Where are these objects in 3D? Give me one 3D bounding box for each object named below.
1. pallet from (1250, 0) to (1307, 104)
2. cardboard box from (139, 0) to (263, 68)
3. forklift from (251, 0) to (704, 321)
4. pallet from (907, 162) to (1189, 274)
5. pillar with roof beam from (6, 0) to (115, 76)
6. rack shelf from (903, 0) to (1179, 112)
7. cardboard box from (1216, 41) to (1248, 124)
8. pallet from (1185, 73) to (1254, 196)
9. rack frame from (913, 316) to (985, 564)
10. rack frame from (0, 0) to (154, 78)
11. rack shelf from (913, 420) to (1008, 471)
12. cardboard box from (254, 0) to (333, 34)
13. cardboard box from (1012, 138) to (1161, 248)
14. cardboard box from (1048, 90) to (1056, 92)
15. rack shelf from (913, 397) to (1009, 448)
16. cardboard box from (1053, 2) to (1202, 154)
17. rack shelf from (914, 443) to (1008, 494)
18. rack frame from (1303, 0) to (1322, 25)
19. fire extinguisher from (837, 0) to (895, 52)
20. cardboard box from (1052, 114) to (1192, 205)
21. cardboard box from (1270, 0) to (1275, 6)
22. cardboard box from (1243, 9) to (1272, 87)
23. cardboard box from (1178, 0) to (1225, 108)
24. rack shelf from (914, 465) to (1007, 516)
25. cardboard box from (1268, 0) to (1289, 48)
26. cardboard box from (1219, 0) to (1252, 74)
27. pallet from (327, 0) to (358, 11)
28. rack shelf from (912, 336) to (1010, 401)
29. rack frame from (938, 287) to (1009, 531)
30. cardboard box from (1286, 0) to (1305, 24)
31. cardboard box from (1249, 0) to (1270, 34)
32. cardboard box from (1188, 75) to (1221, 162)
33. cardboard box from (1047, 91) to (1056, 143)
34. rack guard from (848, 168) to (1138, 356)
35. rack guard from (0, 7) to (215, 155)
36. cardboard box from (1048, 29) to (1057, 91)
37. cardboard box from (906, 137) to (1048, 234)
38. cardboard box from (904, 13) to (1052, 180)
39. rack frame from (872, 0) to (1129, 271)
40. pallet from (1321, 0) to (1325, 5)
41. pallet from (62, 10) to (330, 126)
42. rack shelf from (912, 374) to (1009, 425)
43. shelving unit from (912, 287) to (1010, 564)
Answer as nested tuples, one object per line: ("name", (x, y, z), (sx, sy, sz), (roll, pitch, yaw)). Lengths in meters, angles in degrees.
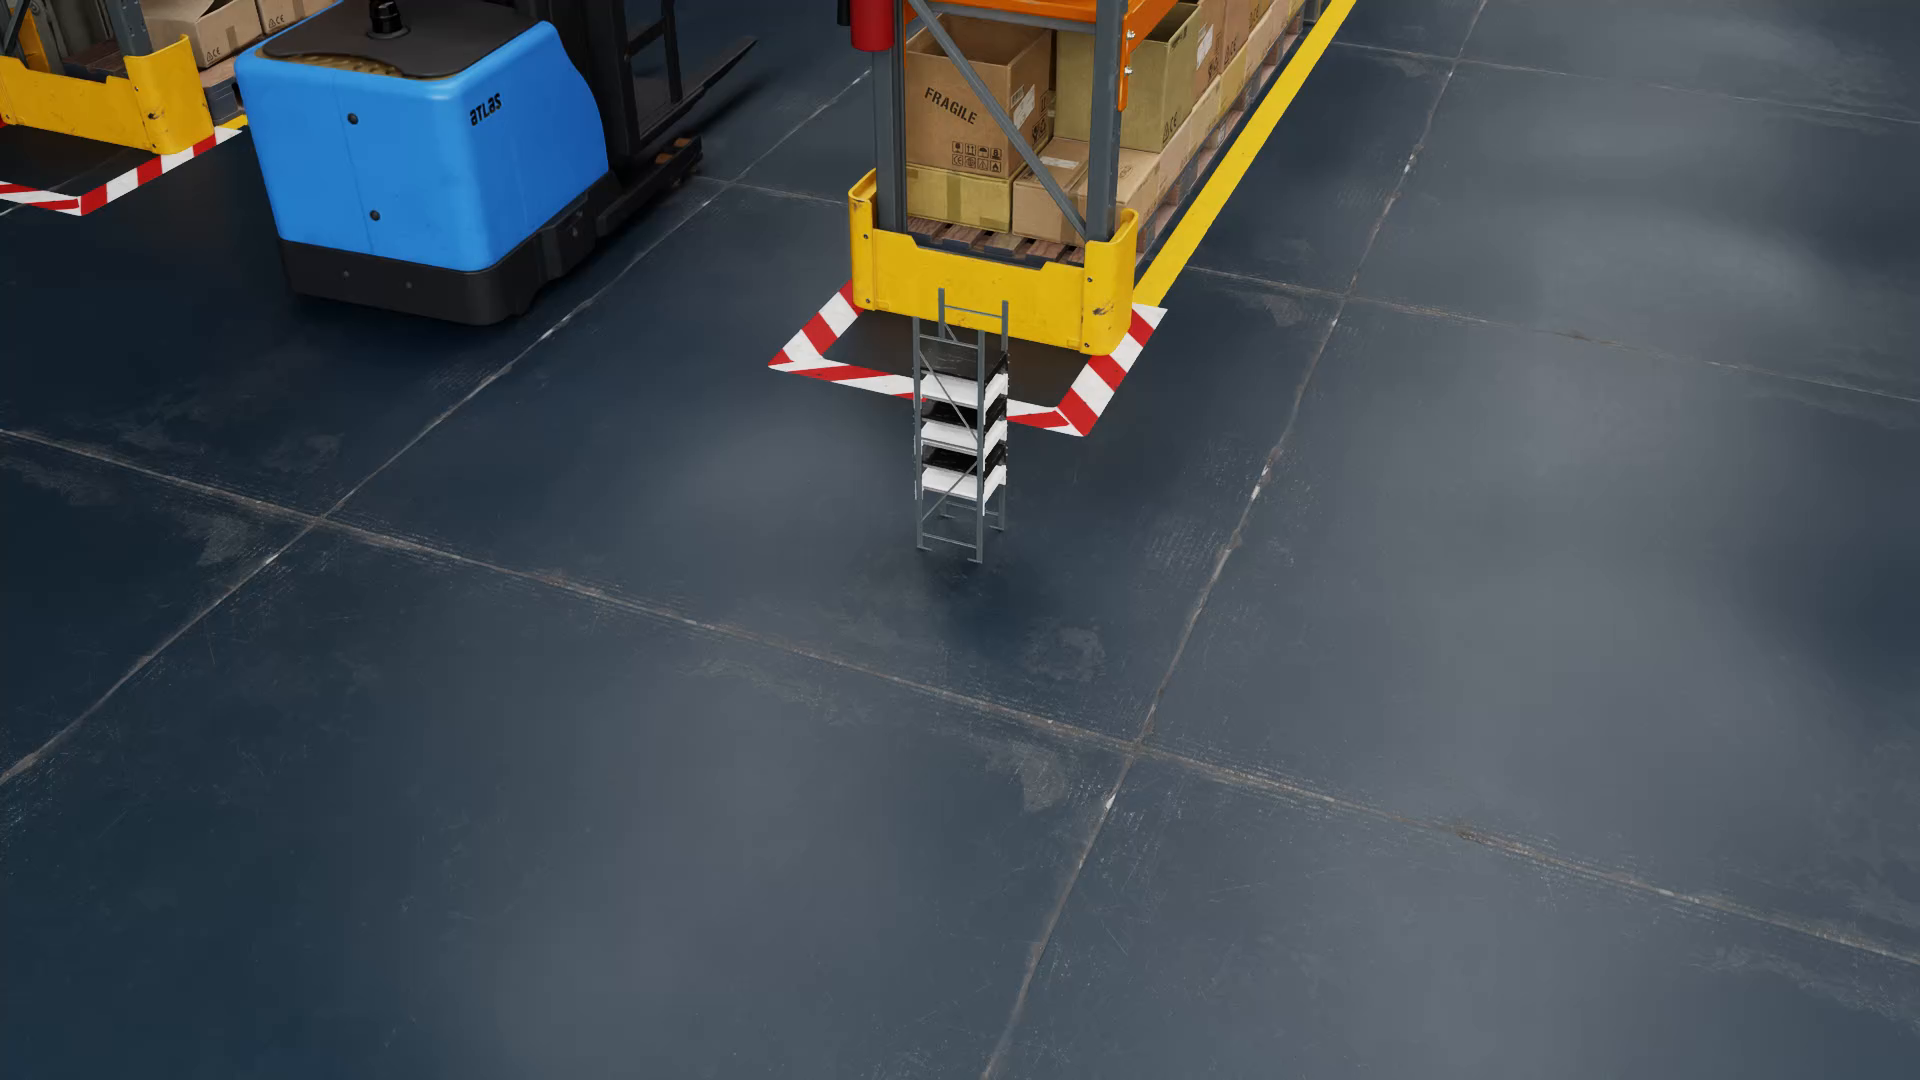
("pallet", (1.318, -2.845, 9.380), (1.003, 0.211, 1.213), (14, 39, 18))
("cardboard box", (-4.099, -2.767, 8.824), (0.500, 0.311, 0.500), (10, 38, 13))
("forklift", (-2.003, -2.950, 7.249), (1.130, 2.935, 3.031), (6, 37, 8))
("pallet", (0.390, -1.495, 7.573), (1.003, 0.211, 1.213), (14, 39, 18))
("pillar with roof beam", (-0.997, -5.312, 5.340), (9.100, 9.000, 0.400), (14, 39, 18))
("rack shelf", (0.898, -2.998, 7.856), (1.077, 0.370, 4.000), (14, 39, 18))
("cardboard box", (1.120, -2.322, 8.297), (0.500, 0.250, 0.500), (14, 39, 18))
("pallet", (0.855, -2.168, 8.474), (1.003, 0.211, 1.213), (14, 39, 18))
("rack frame", (-0.036, -0.309, 5.411), (0.240, 0.900, 0.006), (14, 39, 18))
("rack frame", (-4.445, -3.305, 7.666), (1.000, 3.000, 0.127), (14, 39, 18))
("rack shelf", (0.003, -0.338, 5.507), (0.258, 0.077, 0.200), (14, 39, 18))
("cardboard box", (-3.882, -3.082, 9.247), (0.500, 0.311, 0.500), (17, 40, 21))
("cardboard box", (0.547, -1.492, 7.186), (0.500, 0.250, 0.500), (14, 39, 18))
("cardboard box", (0.436, -2.166, 8.089), (0.500, 0.250, 0.500), (14, 39, 18))
("rack shelf", (0.003, -0.410, 5.453), (0.258, 0.077, 0.200), (14, 39, 18))
("cardboard box", (0.736, -2.069, 7.332), (0.500, 0.500, 0.500), (14, 39, 18))
("rack shelf", (0.003, -0.266, 5.560), (0.258, 0.077, 0.200), (14, 39, 18))
("rack frame", (1.659, -4.393, 9.122), (1.000, 3.000, 0.127), (14, 39, 18))
("fire extinguisher", (-0.337, -2.188, 6.236), (0.296, 0.674, 0.183), (14, 39, 18))
("cardboard box", (0.734, -1.769, 7.557), (0.500, 0.250, 0.500), (14, 39, 18))
("cardboard box", (1.484, -3.180, 8.818), (0.500, 0.500, 0.500), (14, 39, 18))
("cardboard box", (1.309, -2.599, 8.667), (0.500, 0.250, 0.500), (14, 39, 18))
("cardboard box", (0.914, -2.349, 7.707), (0.500, 0.500, 0.500), (14, 39, 18))
("rack shelf", (0.003, -0.194, 5.614), (0.258, 0.077, 0.200), (14, 39, 18))
("cardboard box", (1.486, -2.879, 9.042), (0.500, 0.250, 0.500), (14, 39, 18))
("cardboard box", (1.120, -2.622, 8.072), (0.500, 0.500, 0.500), (14, 39, 18))
("pallet", (-3.609, -3.345, 10.049), (1.003, 0.211, 1.213), (14, 39, 18))
("rack shelf", (0.003, -0.555, 5.345), (0.258, 0.077, 0.200), (14, 39, 18))
("rack frame", (0.042, -0.421, 5.562), (0.240, 0.900, 0.006), (14, 39, 18))
("cardboard box", (1.685, -3.153, 9.409), (0.500, 0.250, 0.500), (14, 39, 18))
("cardboard box", (1.297, -2.902, 8.446), (0.500, 0.500, 0.500), (14, 39, 18))
("cardboard box", (0.925, -2.046, 7.928), (0.500, 0.250, 0.500), (14, 39, 18))
("cardboard box", (0.247, -1.889, 7.718), (0.500, 0.250, 0.500), (14, 39, 18))
("rack guard", (0.128, -1.164, 6.890), (1.175, 0.500, 0.348), (14, 39, 18))
("rack guard", (-4.416, -2.346, 8.471), (1.175, 0.500, 0.348), (14, 39, 18))
("cardboard box", (0.433, -2.467, 7.865), (0.500, 0.500, 0.500), (14, 39, 18))
("cardboard box", (0.068, -1.609, 7.344), (0.500, 0.250, 0.500), (14, 39, 18))
("cardboard box", (0.066, -1.910, 7.120), (0.500, 0.500, 0.500), (14, 39, 18))
("rack frame", (0.137, -2.178, 6.159), (1.000, 3.000, 0.127), (14, 39, 18))
("pallet", (1.904, -3.693, 10.514), (1.003, 0.211, 1.213), (14, 39, 18))
("pallet", (-4.074, -2.672, 9.148), (1.003, 0.211, 1.213), (14, 39, 18))
("rack shelf", (0.003, -0.482, 5.399), (0.258, 0.077, 0.200), (14, 39, 18))
("shelving unit", (0.003, -0.365, 5.487), (0.258, 0.900, 0.210), (14, 39, 18))
